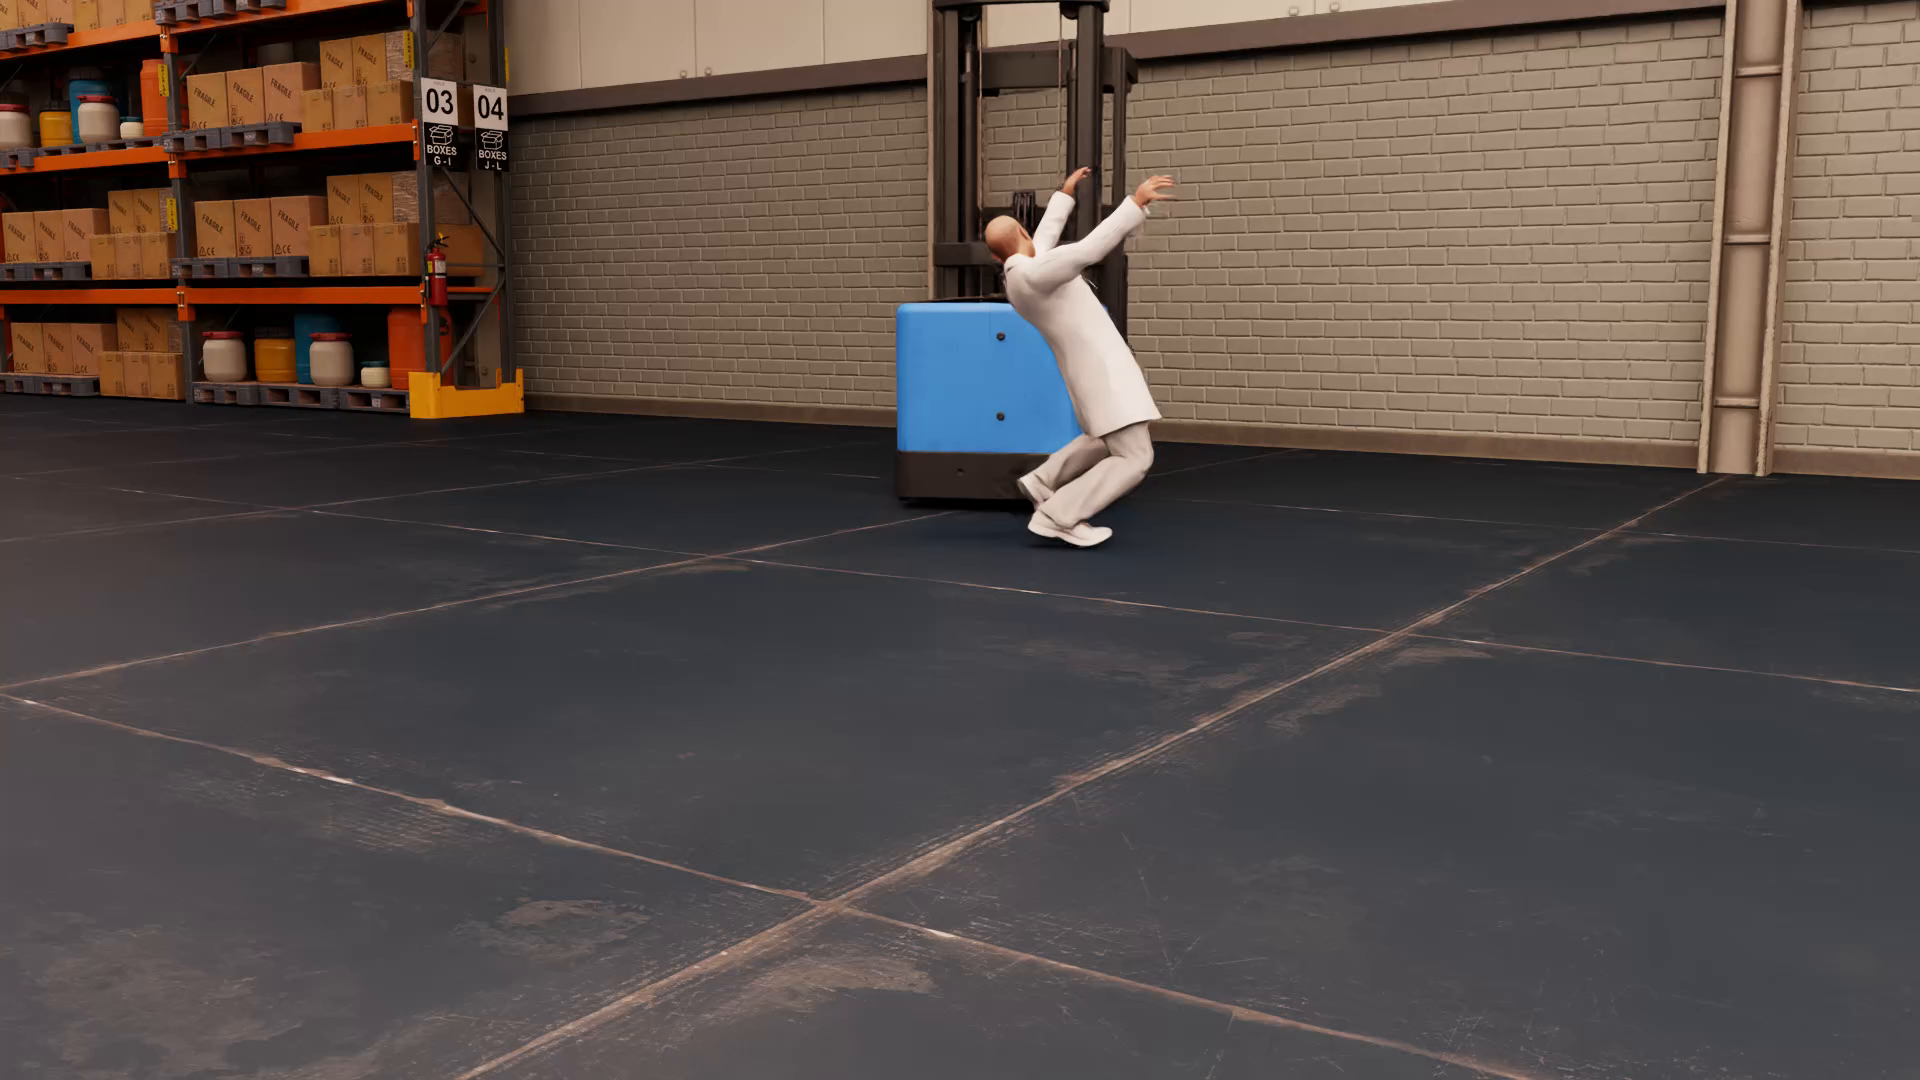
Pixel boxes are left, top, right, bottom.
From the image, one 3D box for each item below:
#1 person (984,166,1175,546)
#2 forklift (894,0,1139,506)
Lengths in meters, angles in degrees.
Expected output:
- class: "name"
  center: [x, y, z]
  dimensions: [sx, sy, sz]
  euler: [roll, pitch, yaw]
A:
- class: "person"
  center: [0.501, -0.820, 7.371]
  dimensions: [0.748, 1.714, 1.049]
  euler: [-2, 8, -11]
- class: "forklift"
  center: [0.456, -1.799, 9.841]
  dimensions: [1.130, 2.935, 3.031]
  euler: [2, 8, 12]
